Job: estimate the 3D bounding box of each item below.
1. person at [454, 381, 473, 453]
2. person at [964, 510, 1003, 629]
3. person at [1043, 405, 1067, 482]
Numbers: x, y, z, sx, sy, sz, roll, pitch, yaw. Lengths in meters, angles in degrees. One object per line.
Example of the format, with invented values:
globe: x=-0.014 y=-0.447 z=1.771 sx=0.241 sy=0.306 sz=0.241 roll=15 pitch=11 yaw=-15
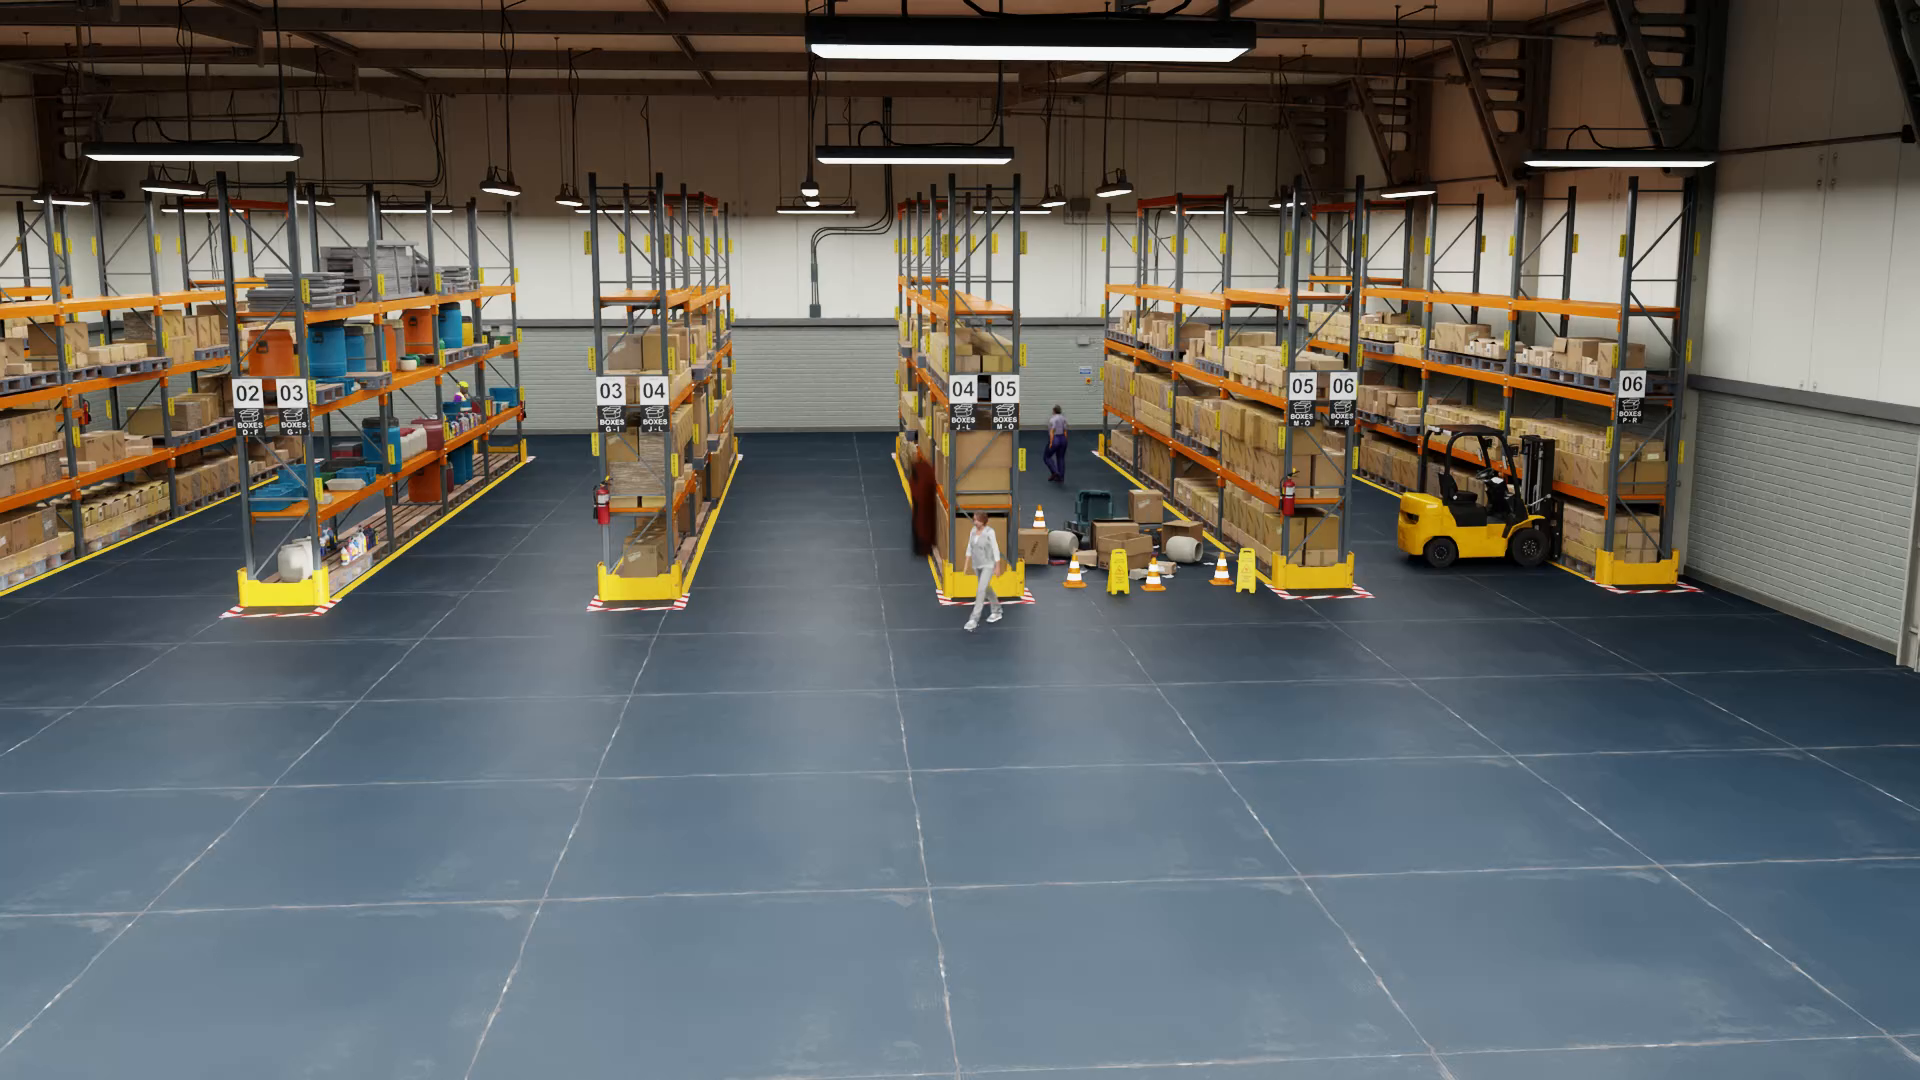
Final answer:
person: x=-12.042 y=-2.951 z=40.235 sx=0.478 sy=1.764 sz=0.603 roll=-1 pitch=10 yaw=-5
person: x=0.265 y=0.369 z=22.010 sx=0.916 sy=1.552 sz=0.438 roll=-10 pitch=14 yaw=-44
person: x=2.083 y=-2.077 z=35.731 sx=0.536 sy=1.648 sz=0.436 roll=-8 pitch=13 yaw=-39
